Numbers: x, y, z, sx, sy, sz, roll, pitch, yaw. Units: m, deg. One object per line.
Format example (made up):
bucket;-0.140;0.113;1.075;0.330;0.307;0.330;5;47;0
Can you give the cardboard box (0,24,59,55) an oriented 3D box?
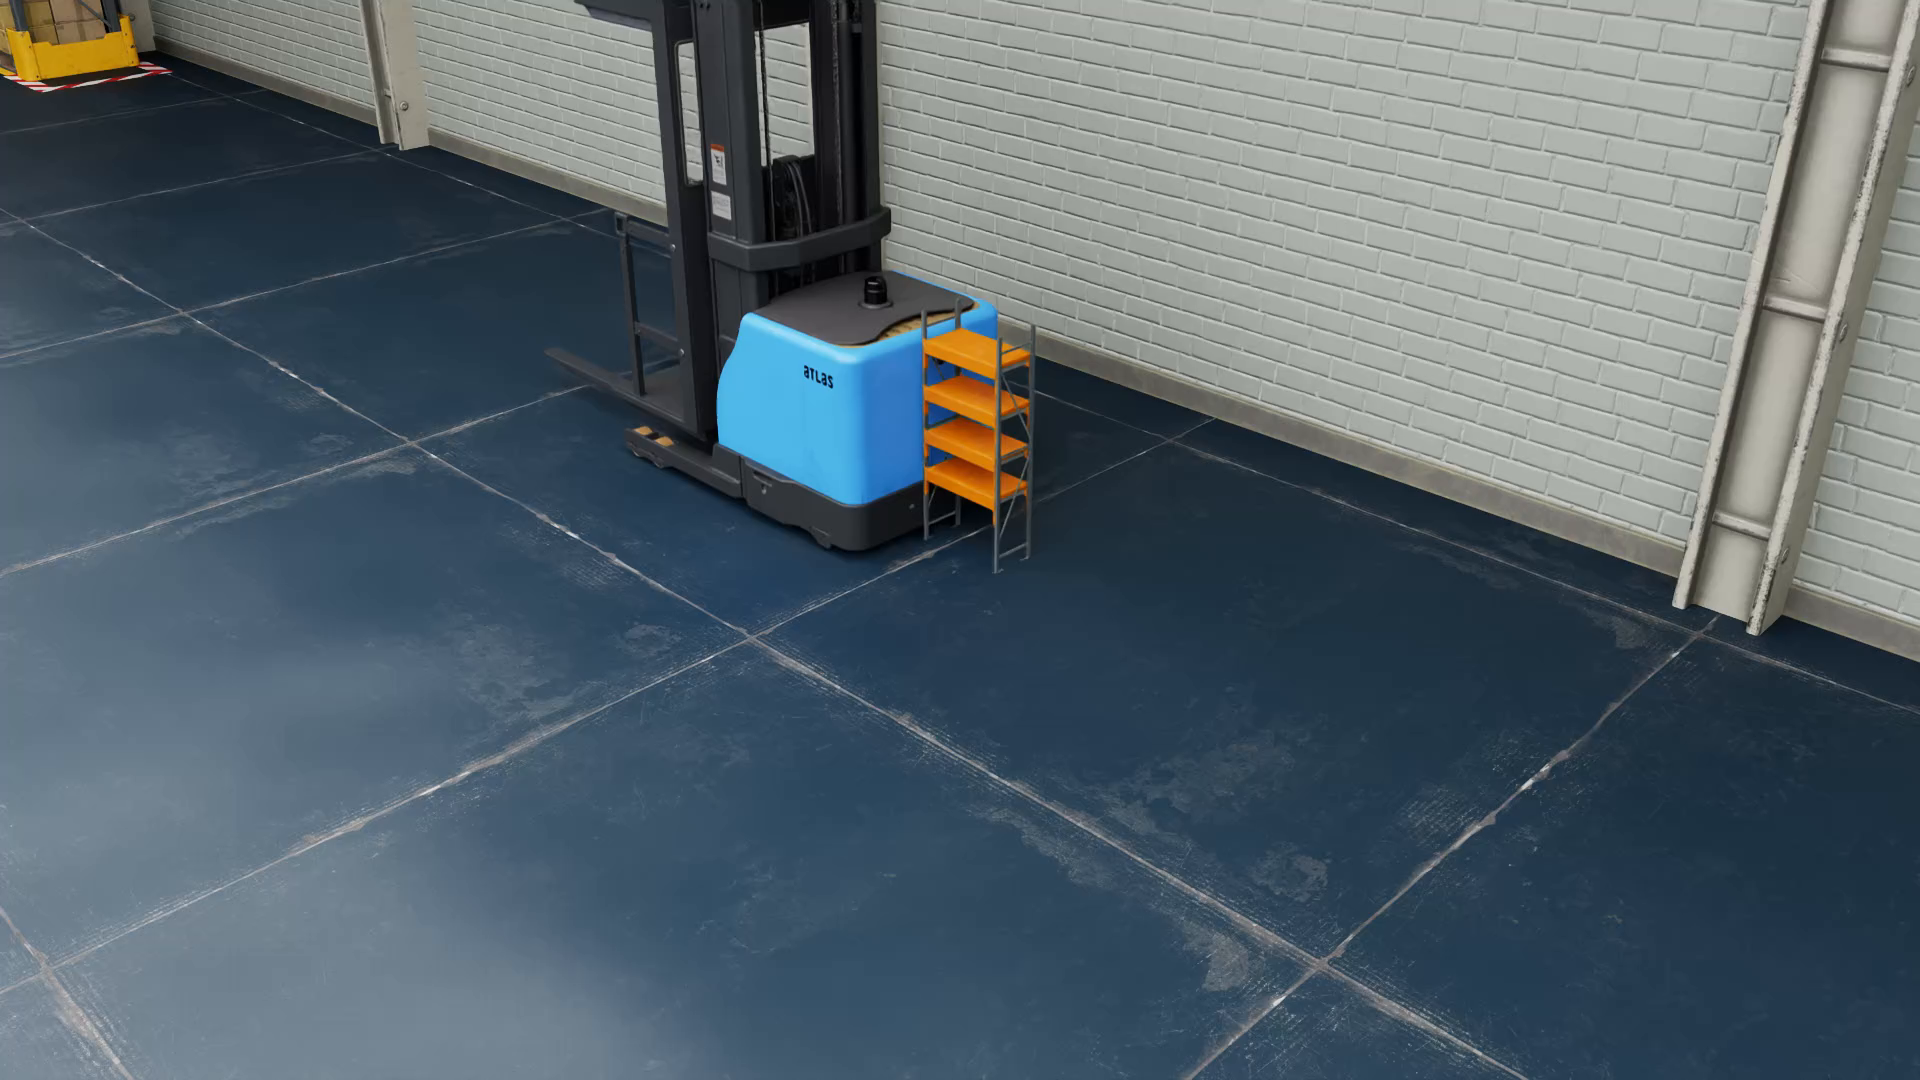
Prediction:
cardboard box;-9.994;-5.377;17.756;0.500;0.250;0.500;25;37;39

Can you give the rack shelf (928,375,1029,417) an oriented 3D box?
rack shelf;0.083;-0.673;7.791;0.221;0.021;0.457;-24;36;-38

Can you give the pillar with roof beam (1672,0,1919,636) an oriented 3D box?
pillar with roof beam;0.515;-2.239;2.840;0.400;9.000;9.100;25;36;38

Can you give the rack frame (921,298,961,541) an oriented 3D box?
rack frame;-0.088;-0.569;8.043;0.240;1.200;0.015;-24;36;-38

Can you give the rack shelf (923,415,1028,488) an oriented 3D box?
rack shelf;0.083;-0.428;7.920;0.258;0.148;0.480;-24;36;-38

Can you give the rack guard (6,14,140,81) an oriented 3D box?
rack guard;-9.420;-5.246;17.689;0.348;0.500;1.175;25;36;38

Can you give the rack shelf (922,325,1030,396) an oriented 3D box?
rack shelf;0.083;-0.835;7.705;0.258;0.148;0.480;-24;36;-38

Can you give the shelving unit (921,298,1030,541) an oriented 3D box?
shelving unit;0.079;-0.490;7.892;0.258;1.200;0.492;-24;36;-38

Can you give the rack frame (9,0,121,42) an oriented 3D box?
rack frame;-15.431;-8.735;18.622;12.086;5.808;5.935;25;36;38

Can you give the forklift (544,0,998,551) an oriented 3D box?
forklift;-1.187;-1.834;8.589;1.130;2.935;3.031;-24;36;-38

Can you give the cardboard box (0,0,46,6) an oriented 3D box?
cardboard box;-9.984;-5.818;17.520;0.500;0.250;0.500;-24;36;-38

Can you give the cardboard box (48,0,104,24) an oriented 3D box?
cardboard box;-9.627;-5.772;17.971;0.500;0.250;0.500;-25;36;-38

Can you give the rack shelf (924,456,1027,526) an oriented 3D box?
rack shelf;0.083;-0.252;8.012;0.258;0.148;0.480;-24;36;-38
